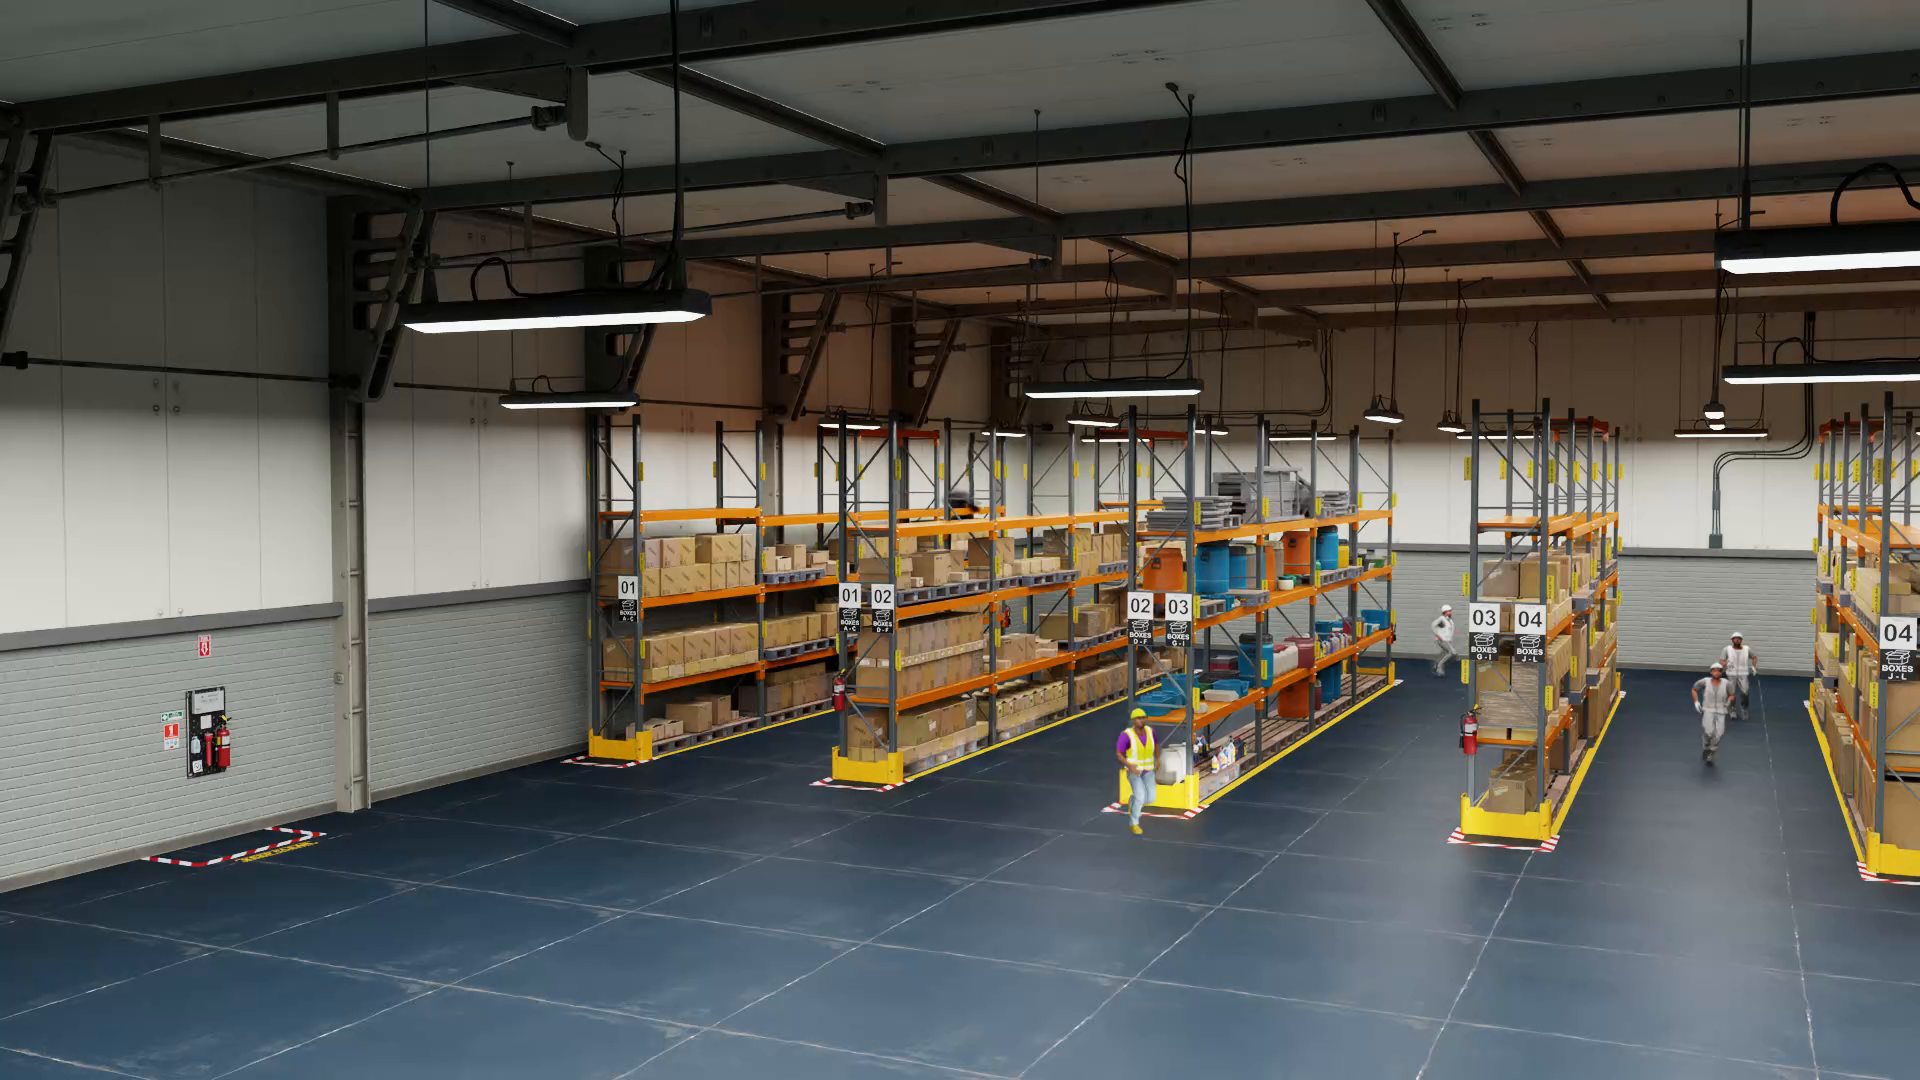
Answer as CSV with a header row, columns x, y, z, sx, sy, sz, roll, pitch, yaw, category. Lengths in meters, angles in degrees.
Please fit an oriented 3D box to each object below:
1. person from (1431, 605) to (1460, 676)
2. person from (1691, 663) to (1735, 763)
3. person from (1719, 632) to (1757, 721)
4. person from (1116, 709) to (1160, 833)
x,y,z,sx,sy,sz,roll,pitch,yaw,category
11.854,2.453,40.586,0.682,1.730,0.650,2,3,39,person
12.851,2.954,28.320,0.657,1.736,0.627,1,2,14,person
15.634,2.740,33.424,0.697,1.767,0.672,1,3,23,person
2.491,3.196,23.116,0.725,1.731,0.653,-1,3,-23,person
